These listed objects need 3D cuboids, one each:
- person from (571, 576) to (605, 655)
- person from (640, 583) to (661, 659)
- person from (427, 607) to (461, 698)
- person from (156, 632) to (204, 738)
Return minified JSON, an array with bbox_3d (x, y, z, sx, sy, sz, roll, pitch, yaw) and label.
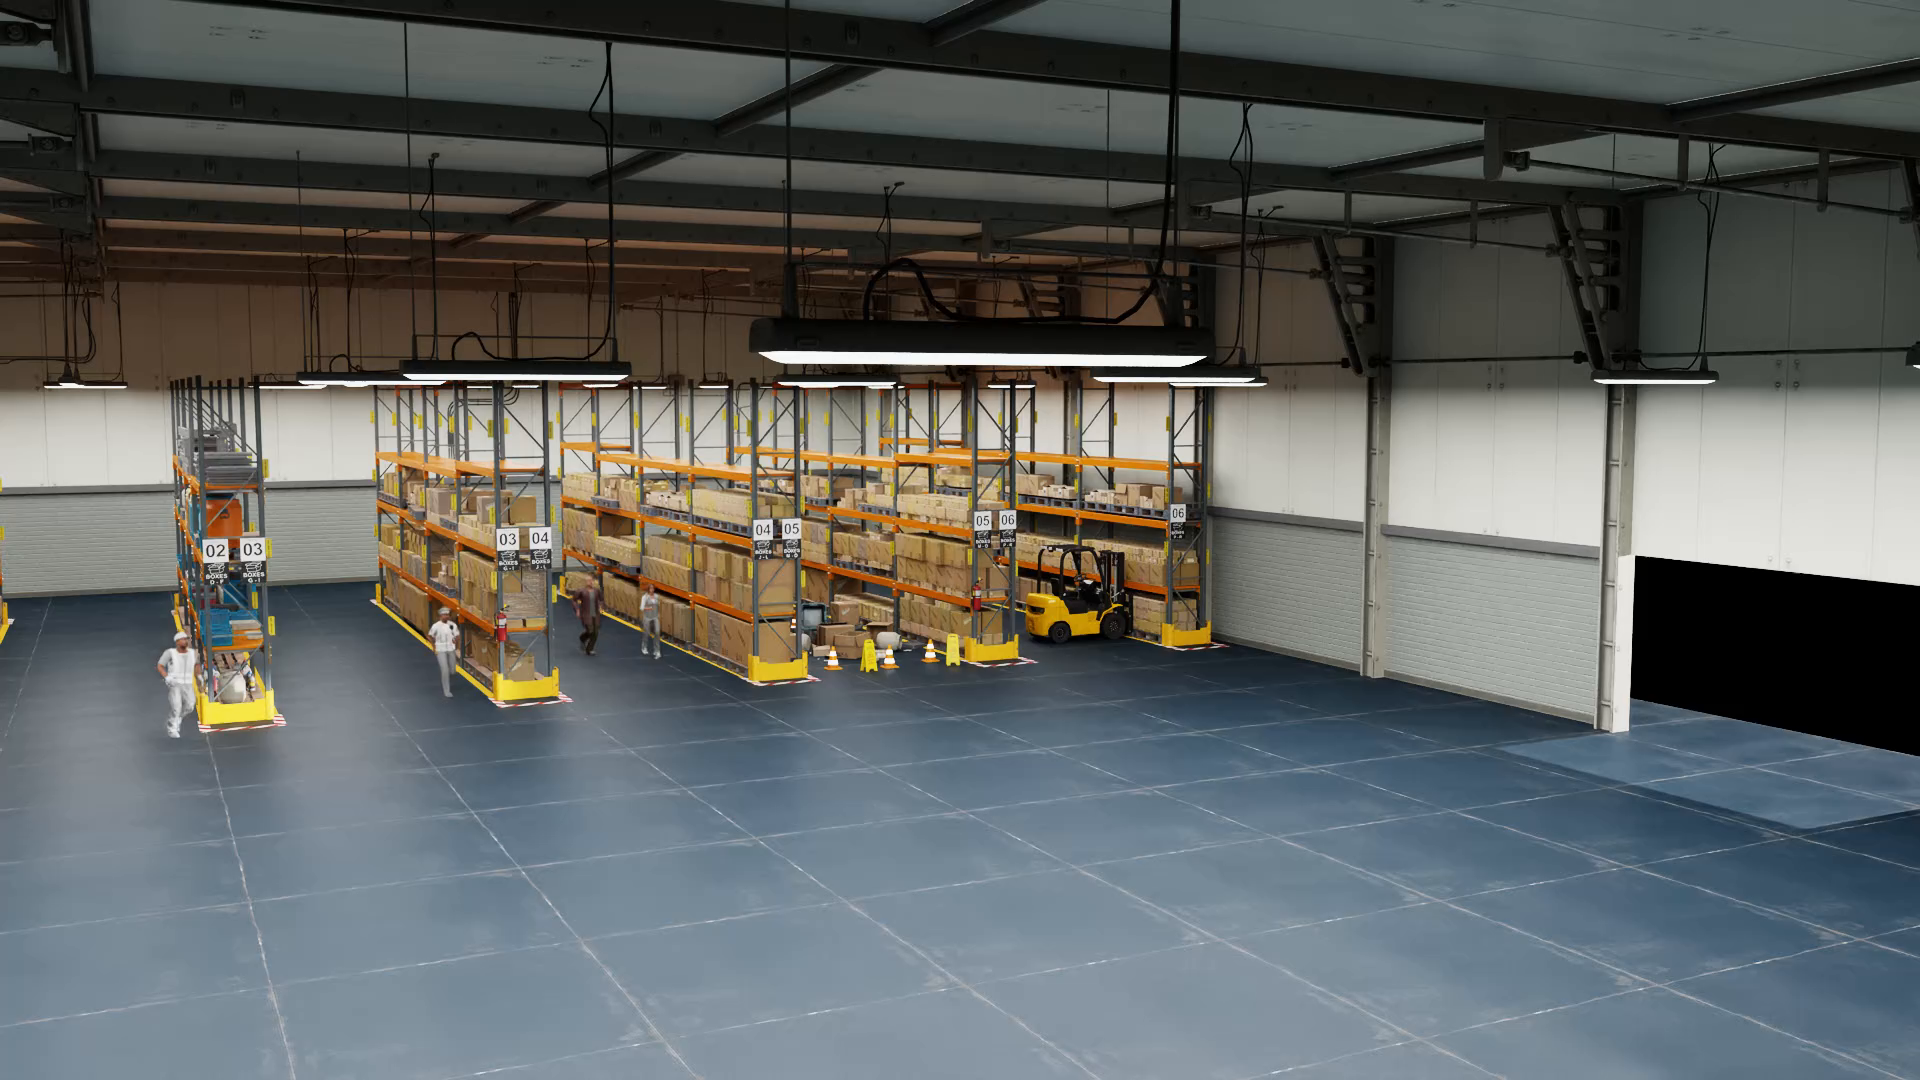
[{"bbox_3d":[-8.016,1.655,36.106,0.713,1.737,0.624,-4,6,-36],"label":"person"},{"bbox_3d":[-6.678,1.732,35.876,0.484,1.631,0.793,-3,6,-28],"label":"person"},{"bbox_3d":[-9.729,2.094,31.408,0.588,1.669,0.834,-3,6,-30],"label":"person"},{"bbox_3d":[-12.965,2.399,27.709,0.531,1.729,0.757,4,6,37],"label":"person"}]
